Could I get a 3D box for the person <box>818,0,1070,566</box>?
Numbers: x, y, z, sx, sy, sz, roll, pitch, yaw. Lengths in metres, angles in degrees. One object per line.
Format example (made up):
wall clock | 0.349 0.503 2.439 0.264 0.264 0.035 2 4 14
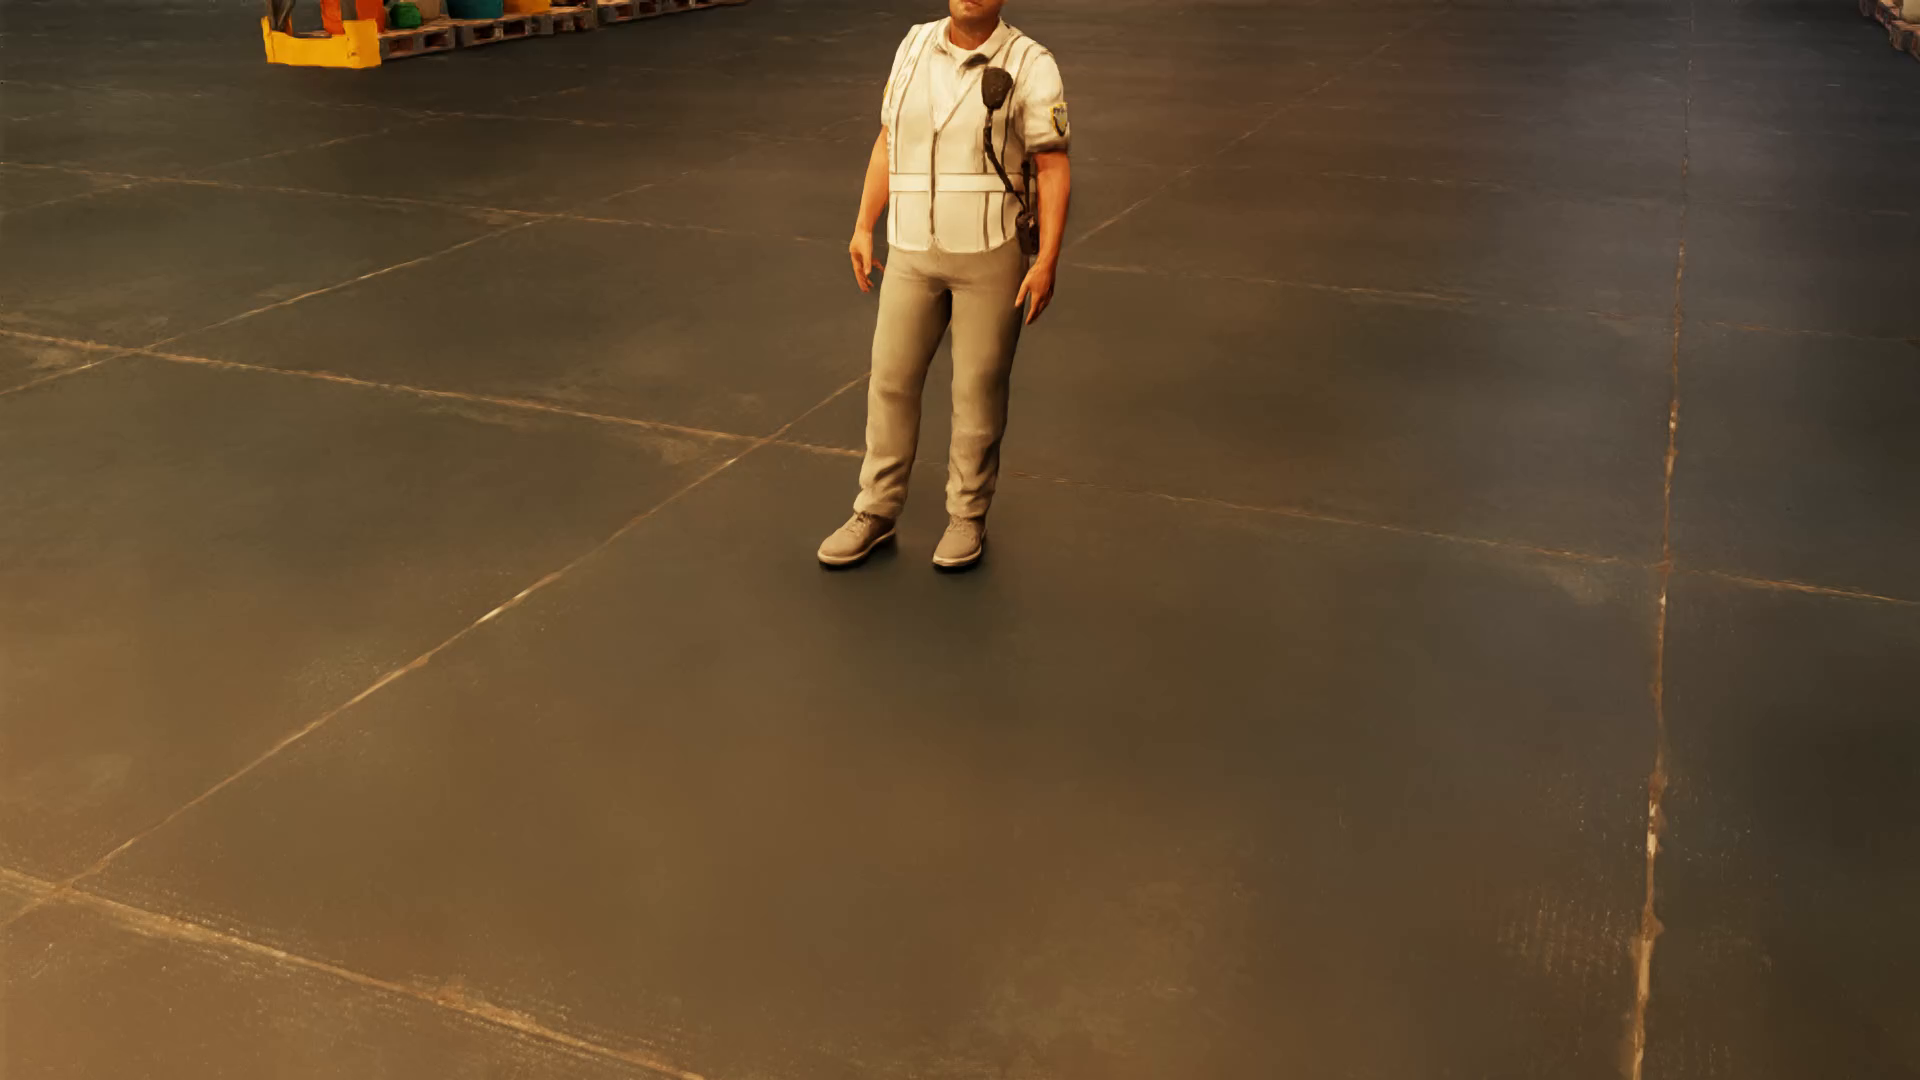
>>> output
person | -0.041 -0.804 4.684 0.640 1.781 0.574 9 24 21
